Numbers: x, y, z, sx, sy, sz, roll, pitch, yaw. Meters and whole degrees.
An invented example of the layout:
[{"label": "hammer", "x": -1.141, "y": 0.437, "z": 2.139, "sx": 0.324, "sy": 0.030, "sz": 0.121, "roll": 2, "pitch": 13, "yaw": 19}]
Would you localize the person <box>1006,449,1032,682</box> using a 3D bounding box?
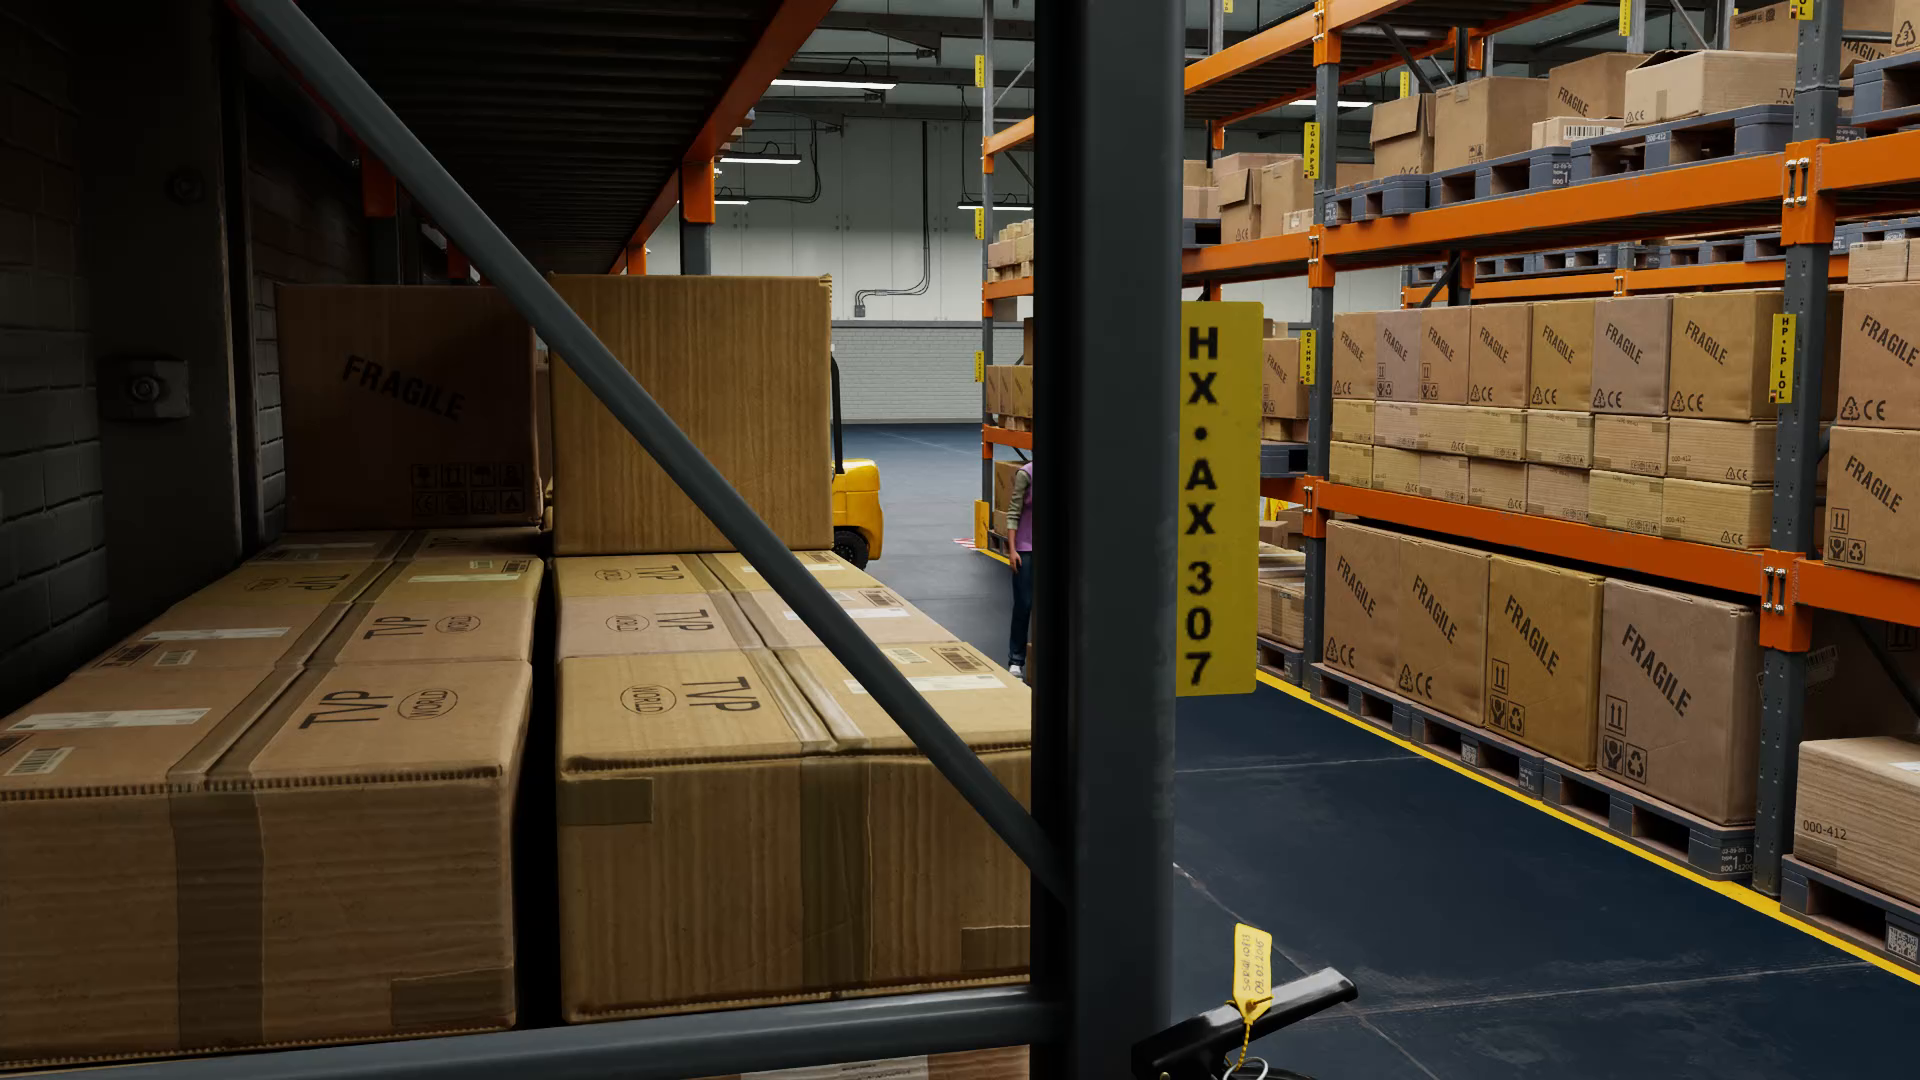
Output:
[{"label": "person", "x": 0.516, "y": 0.093, "z": 10.534, "sx": 0.484, "sy": 1.594, "sz": 0.370, "roll": -2, "pitch": 7, "yaw": -17}]
